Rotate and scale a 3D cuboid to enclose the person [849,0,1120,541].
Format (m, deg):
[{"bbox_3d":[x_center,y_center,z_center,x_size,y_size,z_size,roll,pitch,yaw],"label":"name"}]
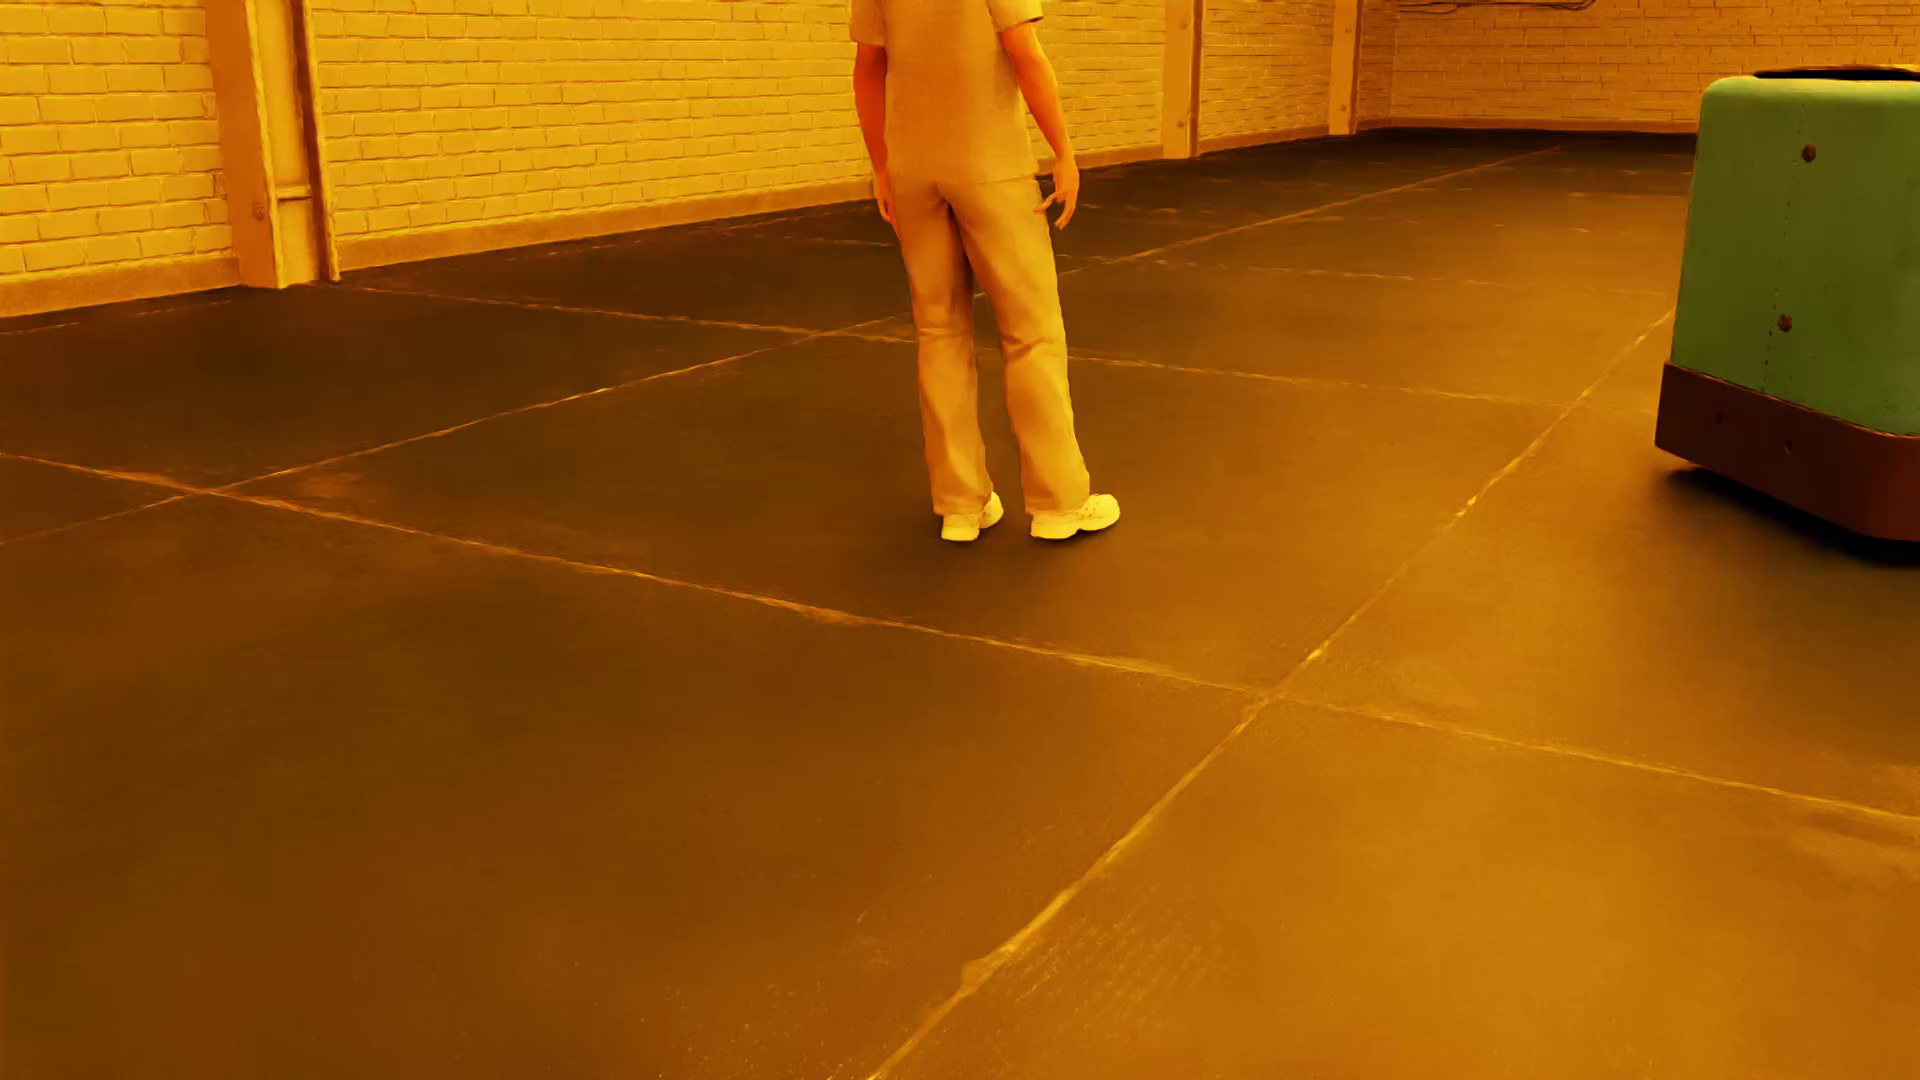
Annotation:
[{"bbox_3d":[0.052,-0.821,3.866,0.550,1.657,0.532,9,19,28],"label":"person"}]

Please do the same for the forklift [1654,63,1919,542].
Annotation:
[{"bbox_3d":[3.513,-1.531,4.051,3.031,2.935,1.130,-2,17,-7],"label":"forklift"}]
